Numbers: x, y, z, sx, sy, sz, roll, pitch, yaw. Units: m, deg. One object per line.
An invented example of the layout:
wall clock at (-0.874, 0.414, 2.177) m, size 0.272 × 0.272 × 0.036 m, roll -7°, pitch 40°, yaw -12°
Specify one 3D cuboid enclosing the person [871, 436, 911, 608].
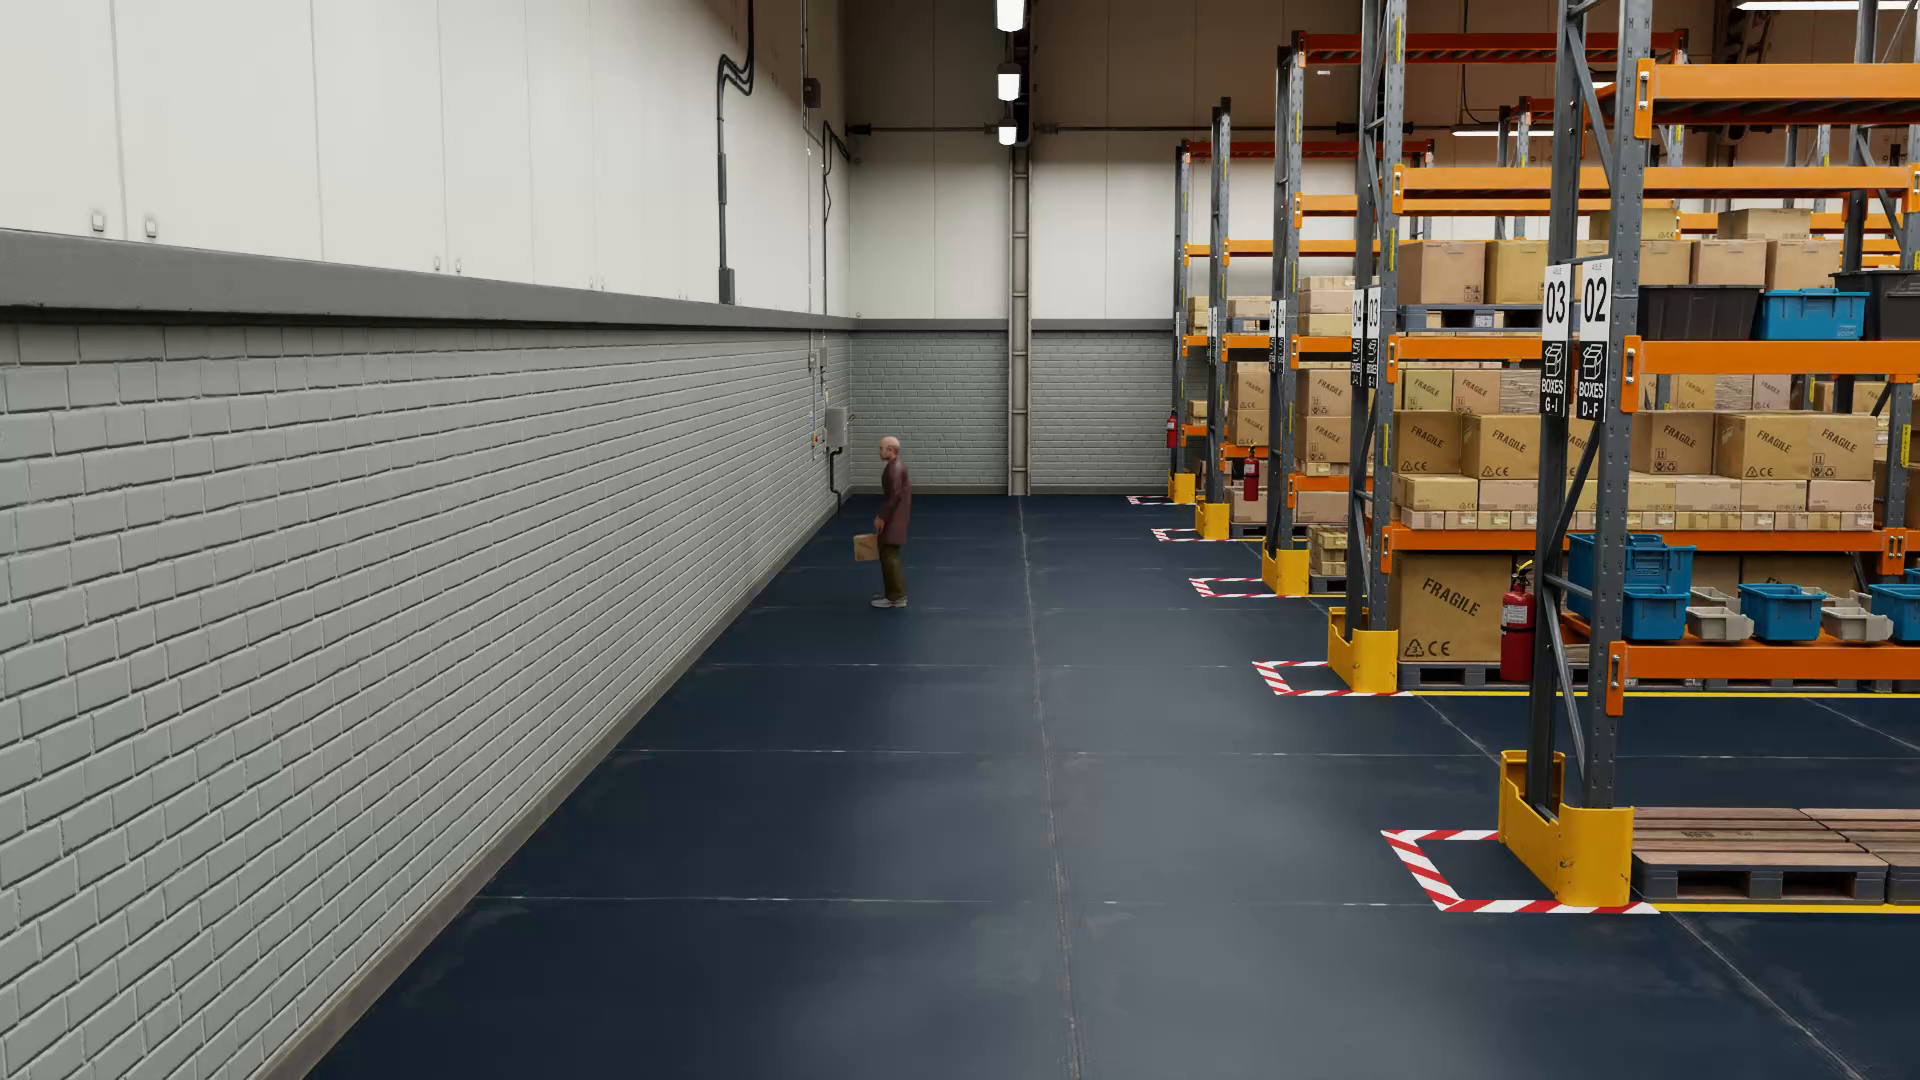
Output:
person at (-0.724, -0.196, 17.381) m, size 0.425 × 1.779 × 0.587 m, roll 0°, pitch 7°, yaw 0°
